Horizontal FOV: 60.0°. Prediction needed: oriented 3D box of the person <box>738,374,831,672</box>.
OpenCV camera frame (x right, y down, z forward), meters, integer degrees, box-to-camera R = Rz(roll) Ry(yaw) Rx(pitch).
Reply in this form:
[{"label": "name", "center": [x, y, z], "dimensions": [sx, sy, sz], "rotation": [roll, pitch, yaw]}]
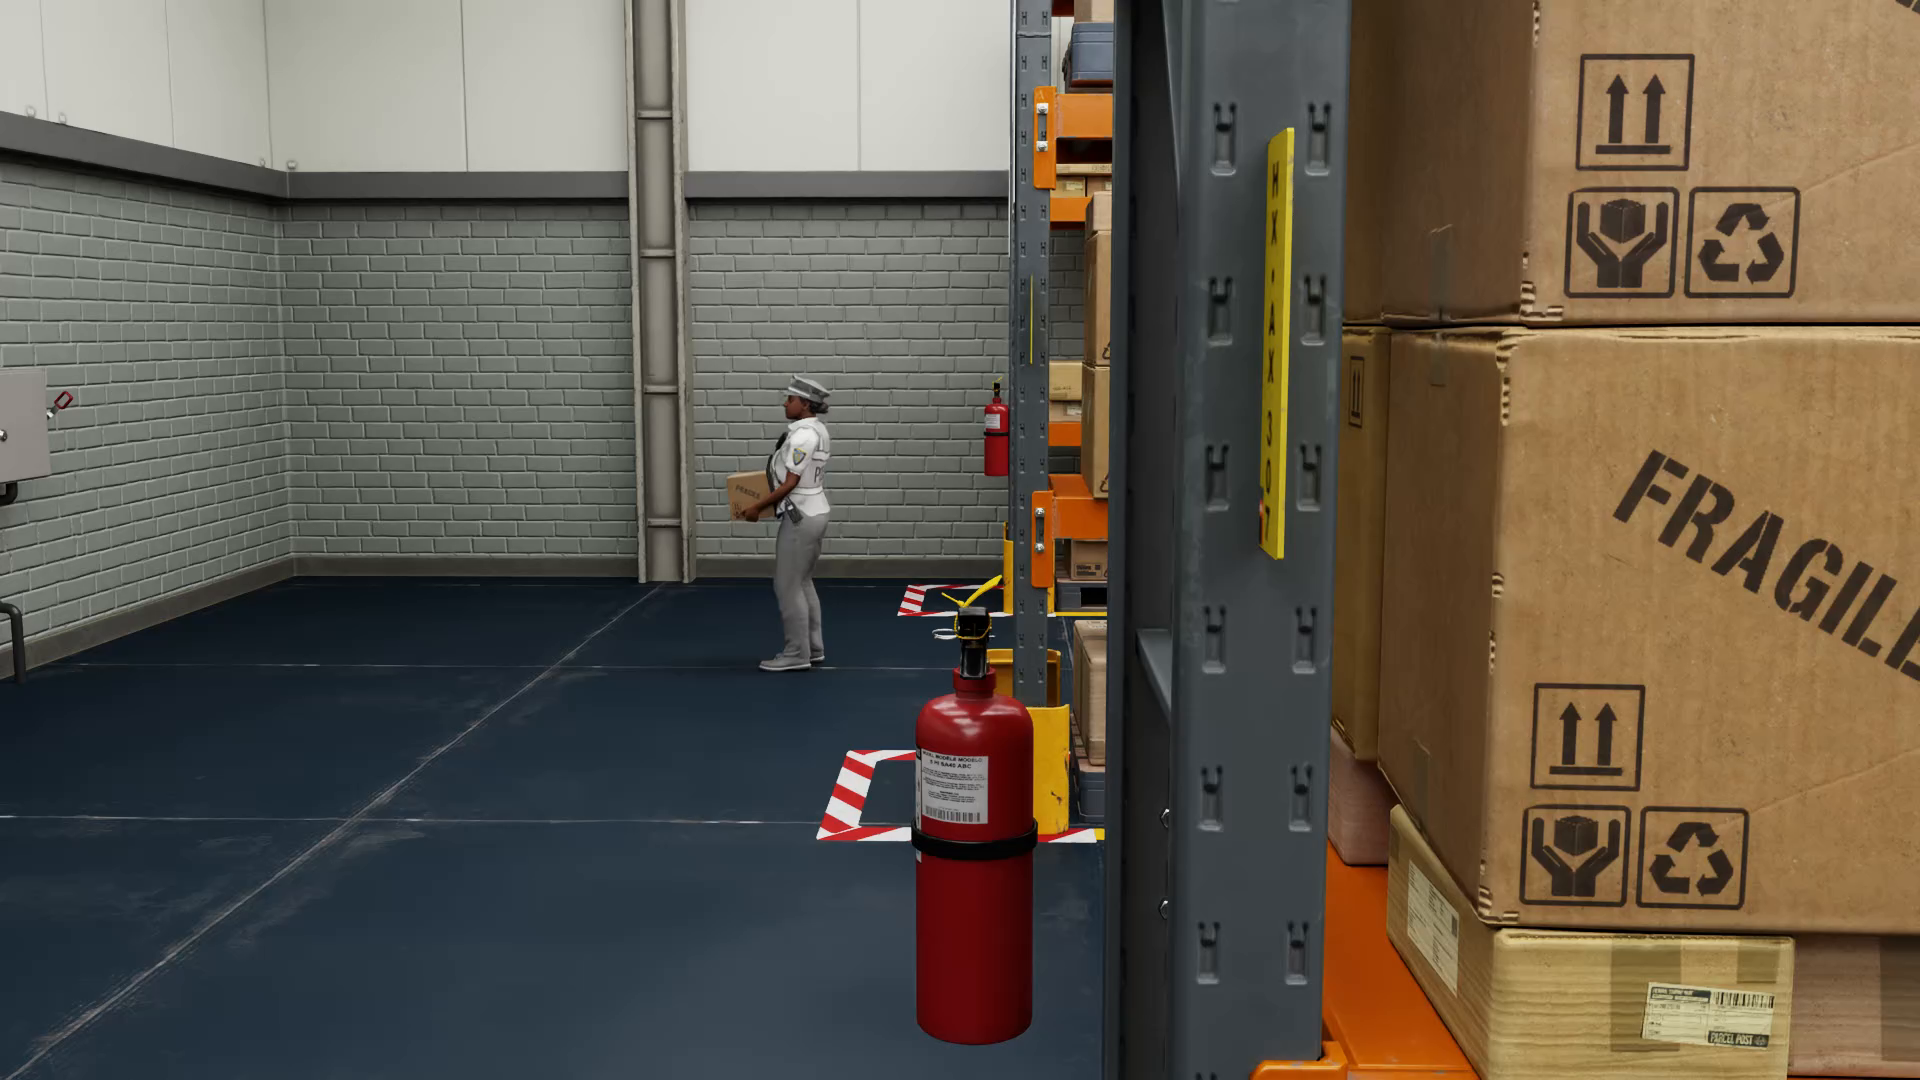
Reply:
[{"label": "person", "center": [-0.989, -0.104, 9.497], "dimensions": [0.518, 1.690, 0.451], "rotation": [0, 7, 2]}]
